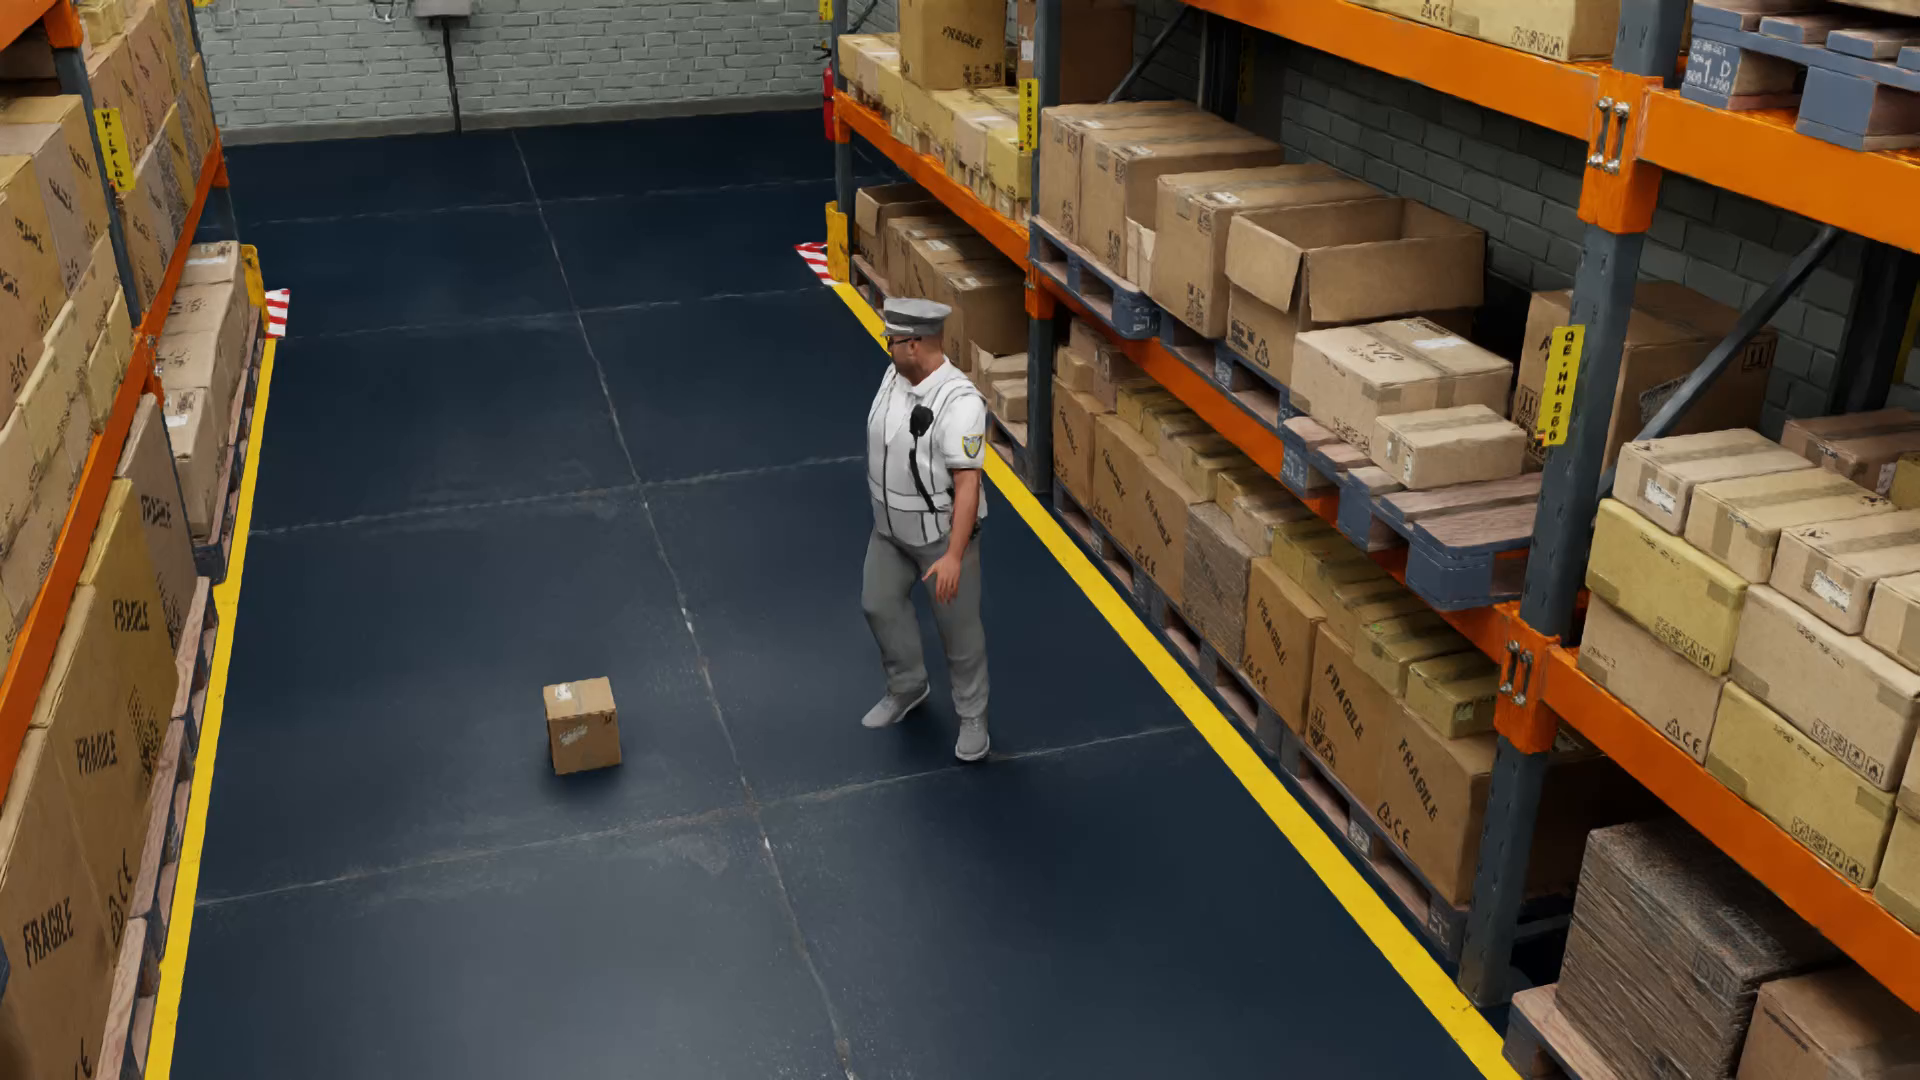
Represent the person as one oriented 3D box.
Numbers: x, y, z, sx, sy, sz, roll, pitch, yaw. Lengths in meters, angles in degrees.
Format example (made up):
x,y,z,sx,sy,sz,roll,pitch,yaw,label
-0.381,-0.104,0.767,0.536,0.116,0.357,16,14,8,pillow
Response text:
x,y,z,sx,sy,sz,roll,pitch,yaw,label
-0.118,-0.012,6.152,0.602,1.802,0.452,23,34,38,person
